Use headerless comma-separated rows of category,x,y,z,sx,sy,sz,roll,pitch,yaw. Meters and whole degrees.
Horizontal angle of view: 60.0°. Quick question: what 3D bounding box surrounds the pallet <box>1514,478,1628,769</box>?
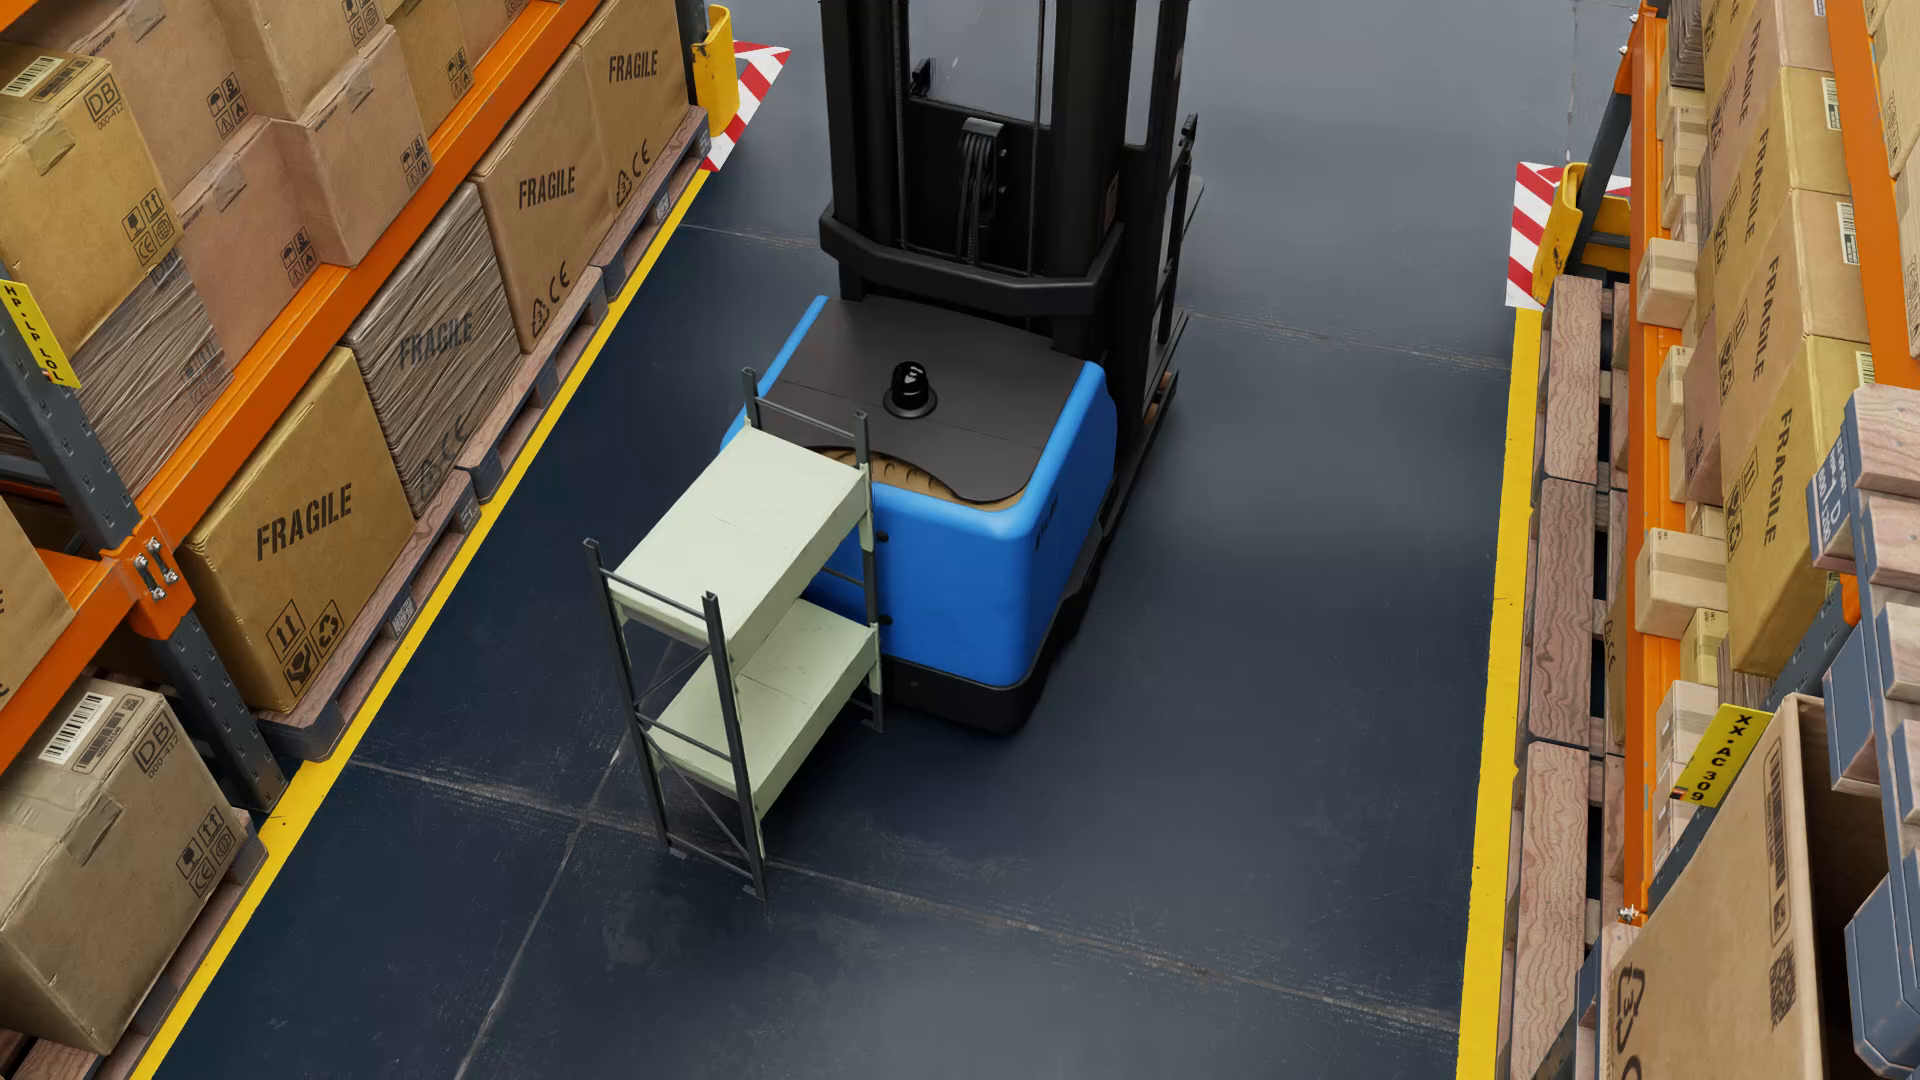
pallet,2.493,0.364,5.788,1.003,0.211,1.213,12,50,10

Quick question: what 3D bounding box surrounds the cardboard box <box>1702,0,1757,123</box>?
cardboard box,2.408,-1.471,4.615,0.500,0.500,0.500,12,50,10

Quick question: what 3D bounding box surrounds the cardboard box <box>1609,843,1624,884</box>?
cardboard box,2.318,0.810,4.922,0.500,0.500,0.500,27,54,22

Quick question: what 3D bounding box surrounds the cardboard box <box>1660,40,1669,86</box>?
cardboard box,2.695,-1.655,5.878,0.380,0.149,0.250,12,50,10

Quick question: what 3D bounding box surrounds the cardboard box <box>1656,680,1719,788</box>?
cardboard box,1.879,0.509,3.967,0.380,0.149,0.250,12,50,10

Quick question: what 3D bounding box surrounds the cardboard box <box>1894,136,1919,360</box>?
cardboard box,1.899,-0.505,2.795,0.500,0.250,0.500,13,50,11

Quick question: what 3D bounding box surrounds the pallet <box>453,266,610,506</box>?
pallet,-2.133,-0.730,6.754,1.003,0.211,1.213,12,50,10

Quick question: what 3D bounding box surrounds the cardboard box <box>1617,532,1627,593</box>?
cardboard box,2.596,-0.050,5.680,0.500,0.500,0.500,16,50,14

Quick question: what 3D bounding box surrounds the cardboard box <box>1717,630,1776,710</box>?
cardboard box,2.209,0.374,3.654,0.875,0.500,0.500,12,50,10

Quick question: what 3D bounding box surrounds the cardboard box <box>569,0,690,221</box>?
cardboard box,-1.789,-2.059,7.203,0.875,0.875,0.875,12,50,10

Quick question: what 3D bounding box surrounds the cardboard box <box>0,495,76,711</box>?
cardboard box,-2.607,0.164,4.038,0.500,0.500,0.500,11,50,10

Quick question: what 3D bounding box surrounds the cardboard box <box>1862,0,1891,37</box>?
cardboard box,2.176,-1.251,3.453,0.500,0.250,0.500,11,50,10

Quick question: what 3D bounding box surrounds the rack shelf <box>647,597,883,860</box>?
rack shelf,-0.608,0.543,5.205,0.431,0.370,0.720,22,52,18

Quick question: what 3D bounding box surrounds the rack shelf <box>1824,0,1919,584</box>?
rack shelf,2.558,-1.382,3.949,1.077,0.370,4.000,12,50,10

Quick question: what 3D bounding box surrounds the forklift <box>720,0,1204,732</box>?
forklift,0.235,-1.455,5.579,1.130,2.935,3.031,16,50,13

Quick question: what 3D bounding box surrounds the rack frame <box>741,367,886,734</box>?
rack frame,-0.434,0.086,5.174,0.400,1.500,0.023,22,52,18

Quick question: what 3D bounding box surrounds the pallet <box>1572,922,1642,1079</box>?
pallet,1.690,1.406,3.136,1.003,0.211,1.213,12,50,10

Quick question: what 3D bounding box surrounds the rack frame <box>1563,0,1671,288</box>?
rack frame,3.084,-2.074,6.080,1.000,3.000,0.127,12,50,10

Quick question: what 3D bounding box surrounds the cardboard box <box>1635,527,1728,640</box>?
cardboard box,1.961,0.138,4.295,0.380,0.149,0.250,12,50,10

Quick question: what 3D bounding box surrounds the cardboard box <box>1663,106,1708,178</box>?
cardboard box,2.569,-1.292,5.558,0.380,0.149,0.250,12,50,10

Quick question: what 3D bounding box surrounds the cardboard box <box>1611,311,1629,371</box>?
cardboard box,2.903,-0.938,6.464,0.500,0.500,0.500,20,52,17

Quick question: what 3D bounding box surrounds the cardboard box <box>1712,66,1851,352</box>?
cardboard box,2.147,-0.747,3.976,0.500,0.500,0.500,12,50,10

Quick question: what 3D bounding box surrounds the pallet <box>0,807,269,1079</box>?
pallet,-2.858,1.263,4.995,1.003,0.211,1.213,12,50,10

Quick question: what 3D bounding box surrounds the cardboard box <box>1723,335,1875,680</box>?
cardboard box,1.884,-0.023,3.338,0.500,0.500,0.500,12,50,10

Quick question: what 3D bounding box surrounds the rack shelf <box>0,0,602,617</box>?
rack shelf,-2.201,-1.442,6.002,1.077,0.370,4.000,12,50,10

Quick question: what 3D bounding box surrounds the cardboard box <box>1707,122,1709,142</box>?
cardboard box,2.897,-1.428,5.245,0.875,0.500,0.500,12,50,10

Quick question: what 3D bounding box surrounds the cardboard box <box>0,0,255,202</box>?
cardboard box,-2.564,-1.321,4.595,0.875,0.550,0.550,12,50,10

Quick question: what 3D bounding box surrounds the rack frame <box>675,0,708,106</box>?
rack frame,-1.675,-3.126,7.009,1.000,3.000,0.127,12,50,10

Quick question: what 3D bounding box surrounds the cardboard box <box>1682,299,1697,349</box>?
cardboard box,2.353,-0.559,4.911,0.380,0.149,0.250,12,50,10

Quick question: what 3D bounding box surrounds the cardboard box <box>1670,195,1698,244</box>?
cardboard box,2.456,-0.927,5.235,0.380,0.149,0.250,12,50,10

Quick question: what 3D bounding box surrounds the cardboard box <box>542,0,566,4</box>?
cardboard box,-1.852,-2.496,6.353,0.875,0.550,0.550,12,50,10

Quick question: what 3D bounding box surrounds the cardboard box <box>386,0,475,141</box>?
cardboard box,-2.220,-1.725,5.671,0.875,0.550,0.500,12,50,10

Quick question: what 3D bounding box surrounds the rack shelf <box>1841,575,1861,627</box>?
rack shelf,1.505,1.511,1.395,1.077,0.370,4.000,12,50,10

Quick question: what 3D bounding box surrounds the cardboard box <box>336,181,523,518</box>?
cardboard box,-2.261,-0.763,6.060,0.875,0.875,0.875,12,50,10

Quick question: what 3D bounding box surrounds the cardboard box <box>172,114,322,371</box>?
cardboard box,-2.519,-0.954,4.991,0.875,0.550,0.550,12,50,10

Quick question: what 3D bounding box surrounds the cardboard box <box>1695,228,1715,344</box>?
cardboard box,2.581,-0.716,4.616,0.875,0.500,0.500,12,50,10

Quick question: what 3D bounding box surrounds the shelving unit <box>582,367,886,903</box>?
shelving unit,-0.608,0.327,4.961,0.431,1.500,0.755,22,52,18

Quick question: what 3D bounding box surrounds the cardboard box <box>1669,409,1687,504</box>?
cardboard box,2.181,-0.206,4.599,0.380,0.149,0.250,12,50,10

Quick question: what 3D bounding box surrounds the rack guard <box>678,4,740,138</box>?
rack guard,-1.668,-2.317,7.961,1.175,0.500,0.348,12,50,10

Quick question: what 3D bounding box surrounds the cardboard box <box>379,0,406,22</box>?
cardboard box,-2.158,-2.069,5.255,0.875,0.550,0.500,12,50,10

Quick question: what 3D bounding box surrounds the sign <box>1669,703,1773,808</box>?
sign,1.506,0.431,3.292,0.100,0.325,0.005,12,50,10
